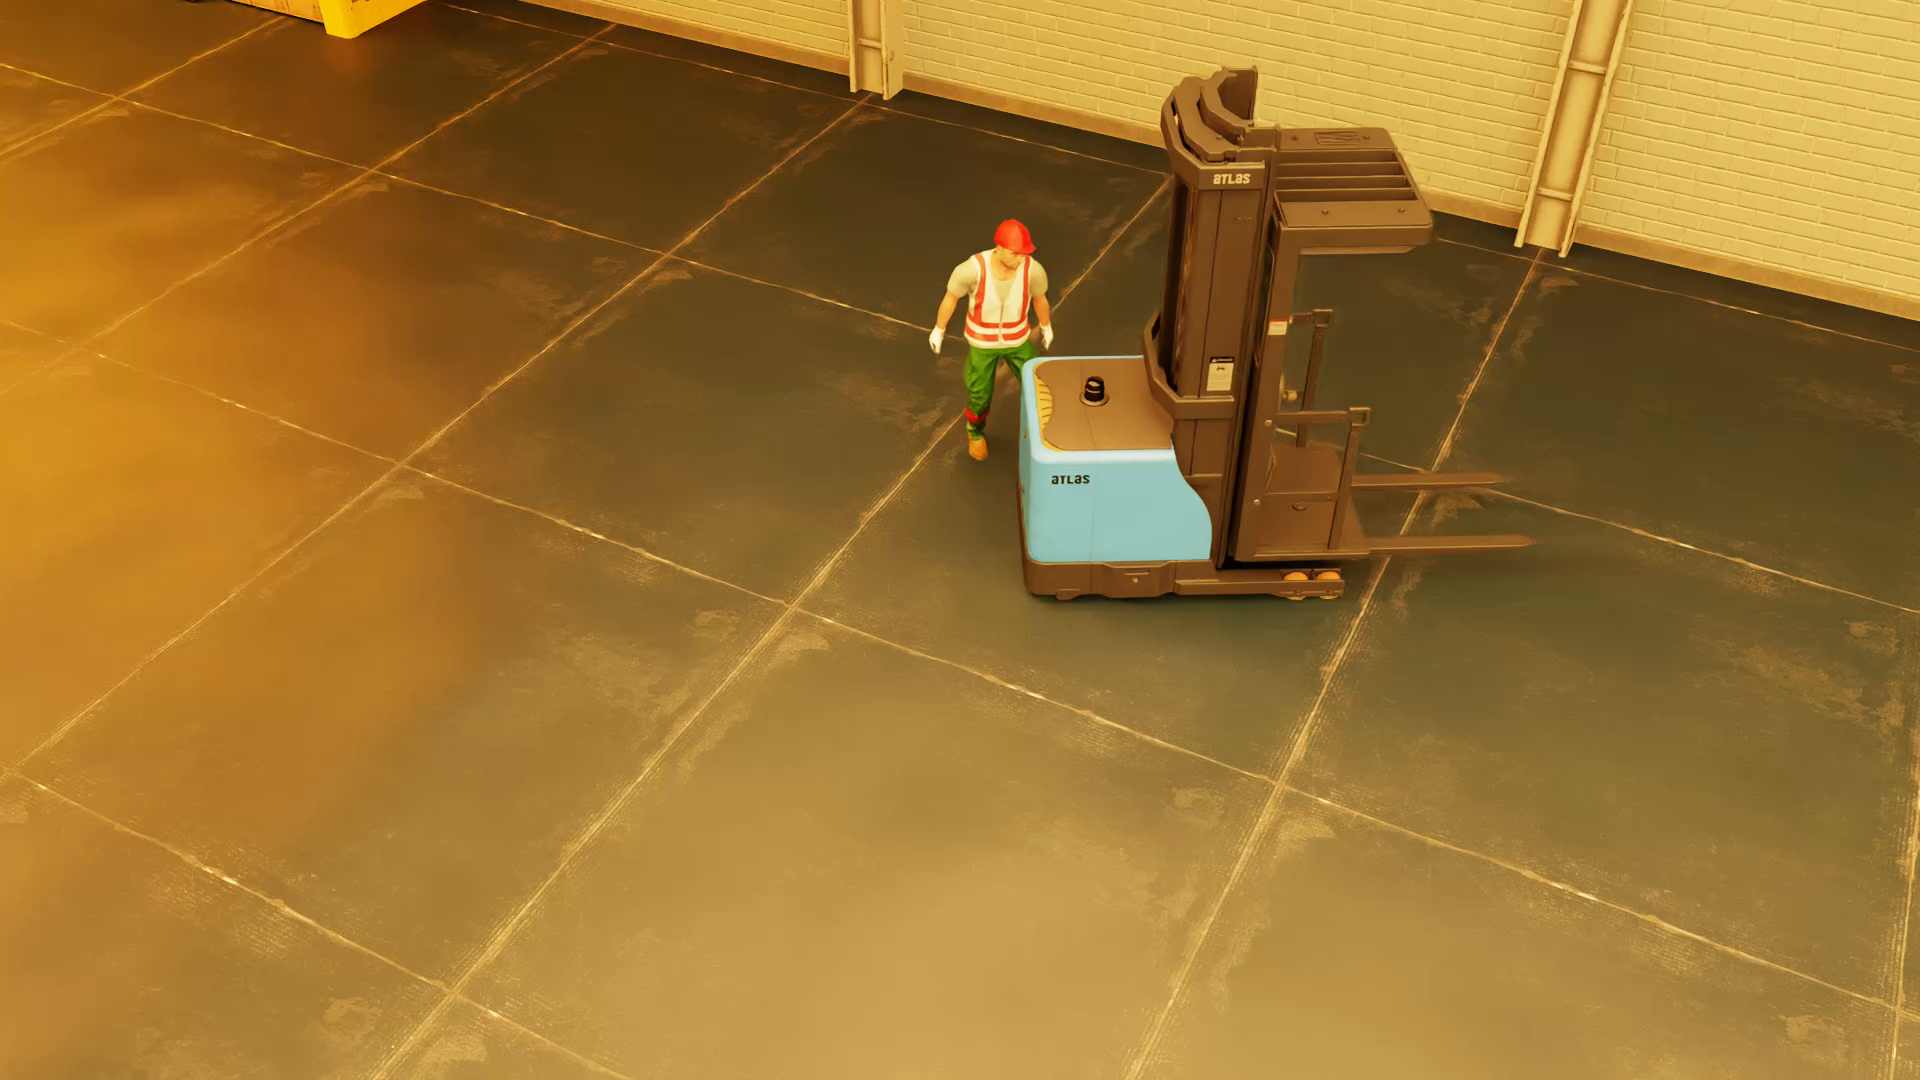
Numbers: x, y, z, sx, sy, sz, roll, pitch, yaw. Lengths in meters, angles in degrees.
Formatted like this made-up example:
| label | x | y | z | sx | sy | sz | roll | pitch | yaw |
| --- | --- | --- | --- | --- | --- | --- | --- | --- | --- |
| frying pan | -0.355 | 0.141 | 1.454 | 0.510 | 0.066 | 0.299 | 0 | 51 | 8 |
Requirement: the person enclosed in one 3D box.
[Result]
| label | x | y | z | sx | sy | sz | roll | pitch | yaw |
| --- | --- | --- | --- | --- | --- | --- | --- | --- | --- |
| person | 0.259 | -1.241 | 10.395 | 0.879 | 1.749 | 0.454 | -6 | 40 | -7 |

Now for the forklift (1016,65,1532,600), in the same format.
| label | x | y | z | sx | sy | sz | roll | pitch | yaw |
| --- | --- | --- | --- | --- | --- | --- | --- | --- | --- |
| forklift | 1.882 | -1.109 | 9.303 | 3.031 | 2.935 | 1.130 | -1 | 40 | -1 |
